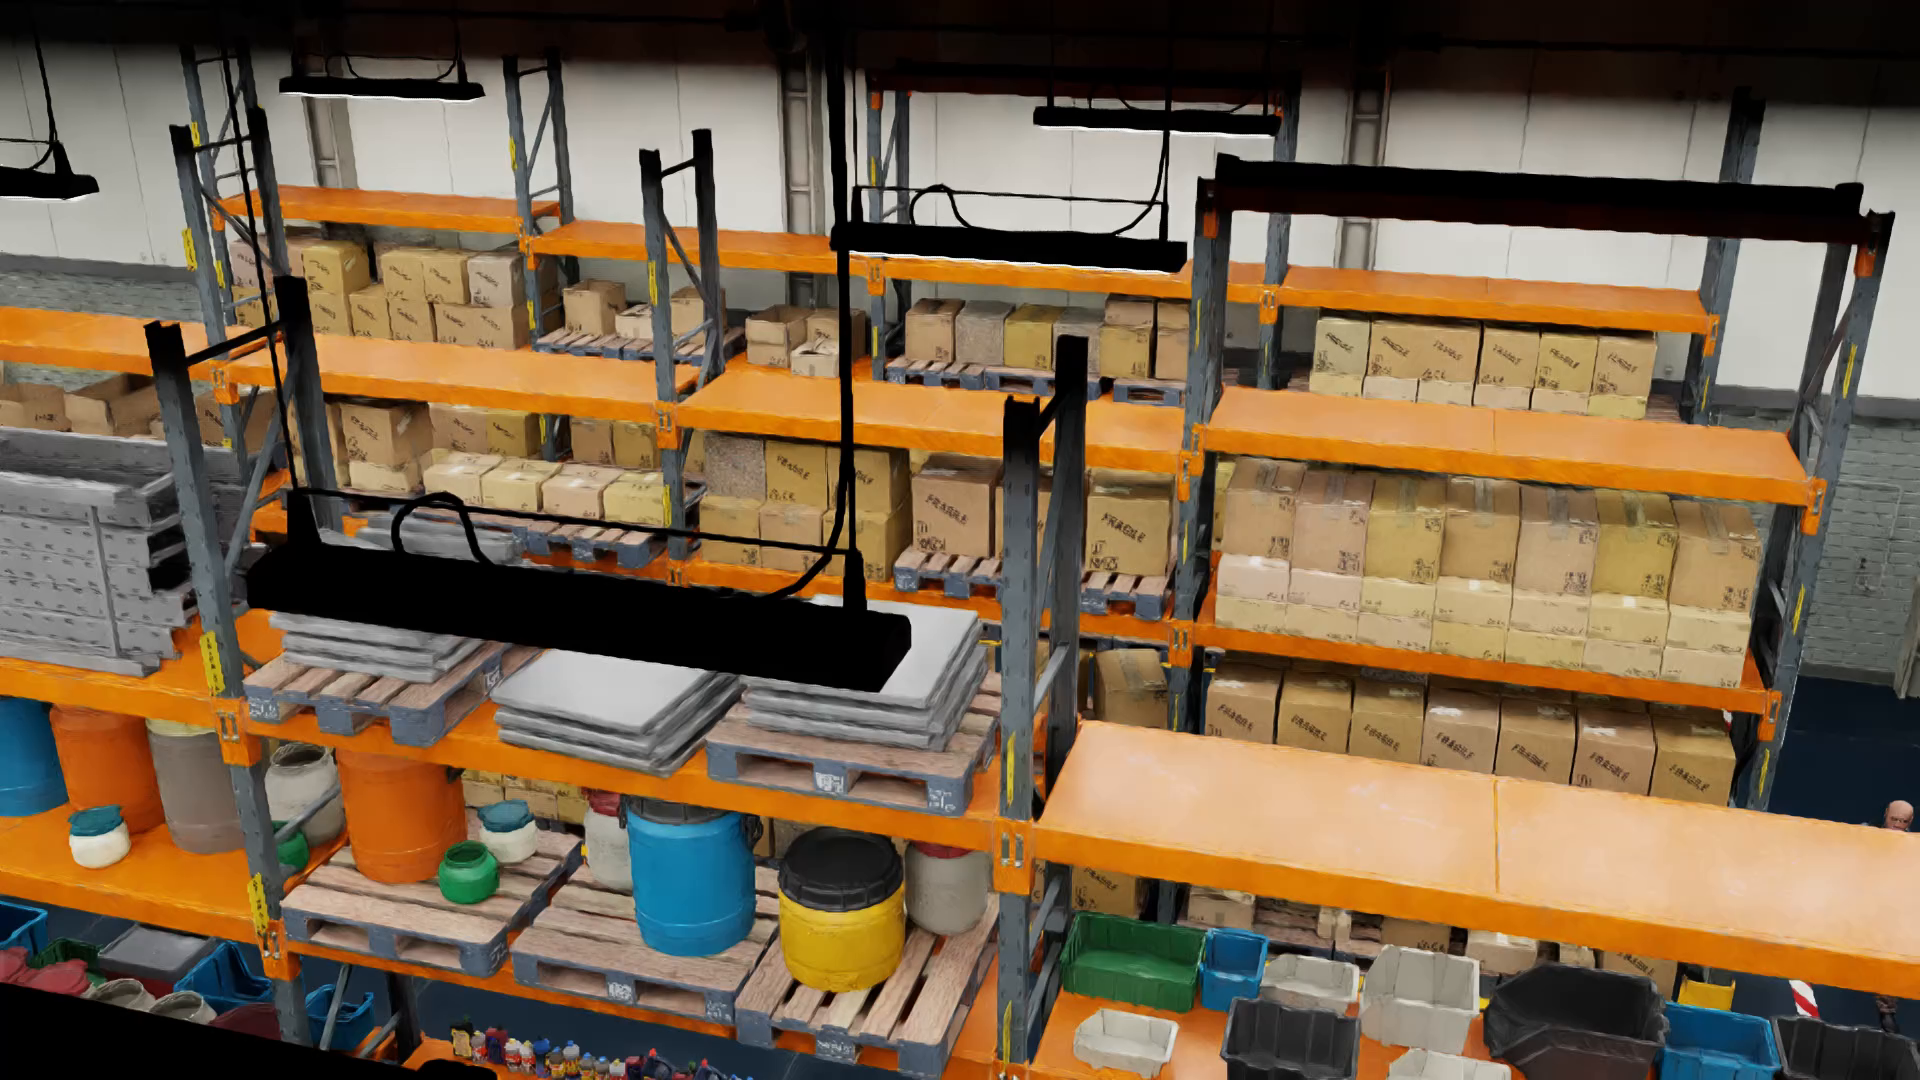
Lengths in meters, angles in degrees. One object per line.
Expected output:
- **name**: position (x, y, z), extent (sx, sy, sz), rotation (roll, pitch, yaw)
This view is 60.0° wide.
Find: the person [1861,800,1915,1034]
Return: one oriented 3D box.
- **person**: position (6.728, 2.663, 12.101), extent (0.566, 1.709, 0.733), rotation (-17, 28, -36)
